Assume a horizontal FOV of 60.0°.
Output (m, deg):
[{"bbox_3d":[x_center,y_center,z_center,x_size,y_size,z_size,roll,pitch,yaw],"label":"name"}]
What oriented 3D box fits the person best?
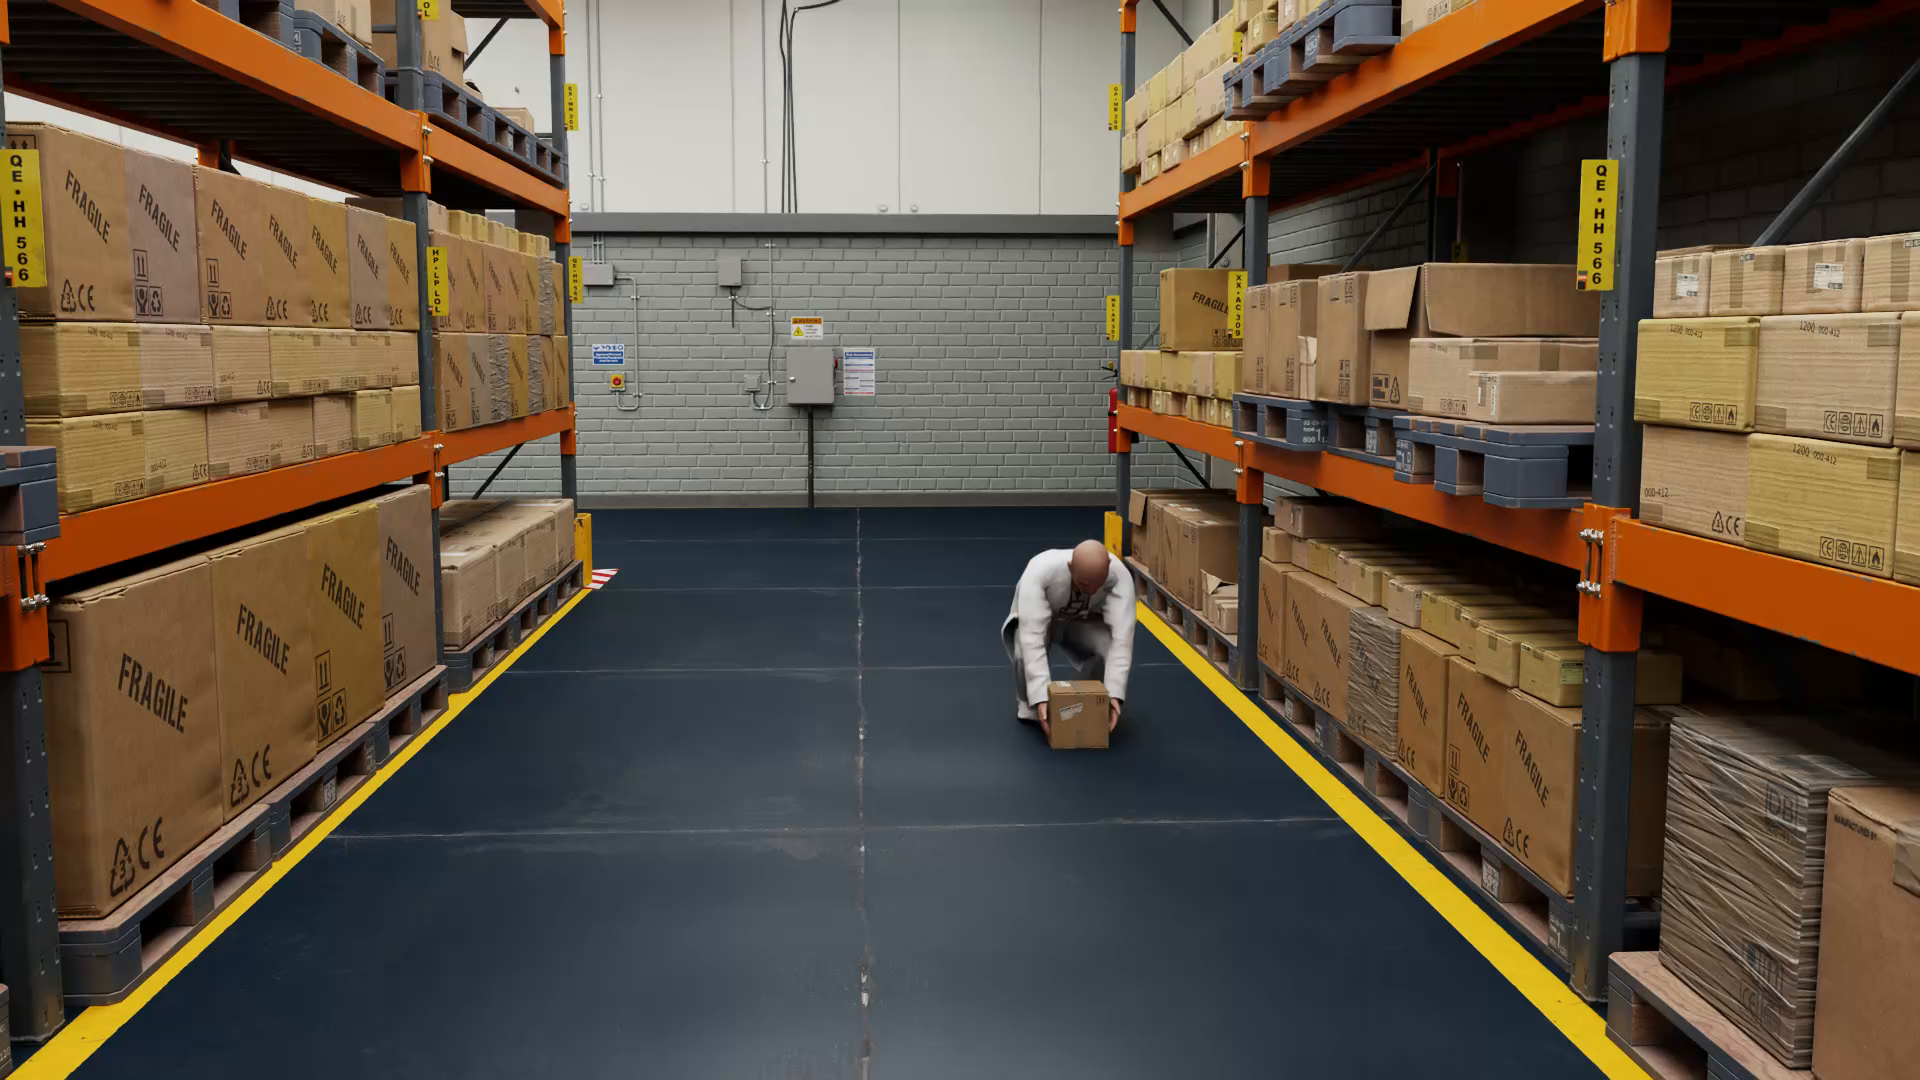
[{"bbox_3d":[0.494,0.406,7.651,0.601,0.894,0.911,-1,7,-5],"label":"person"}]
